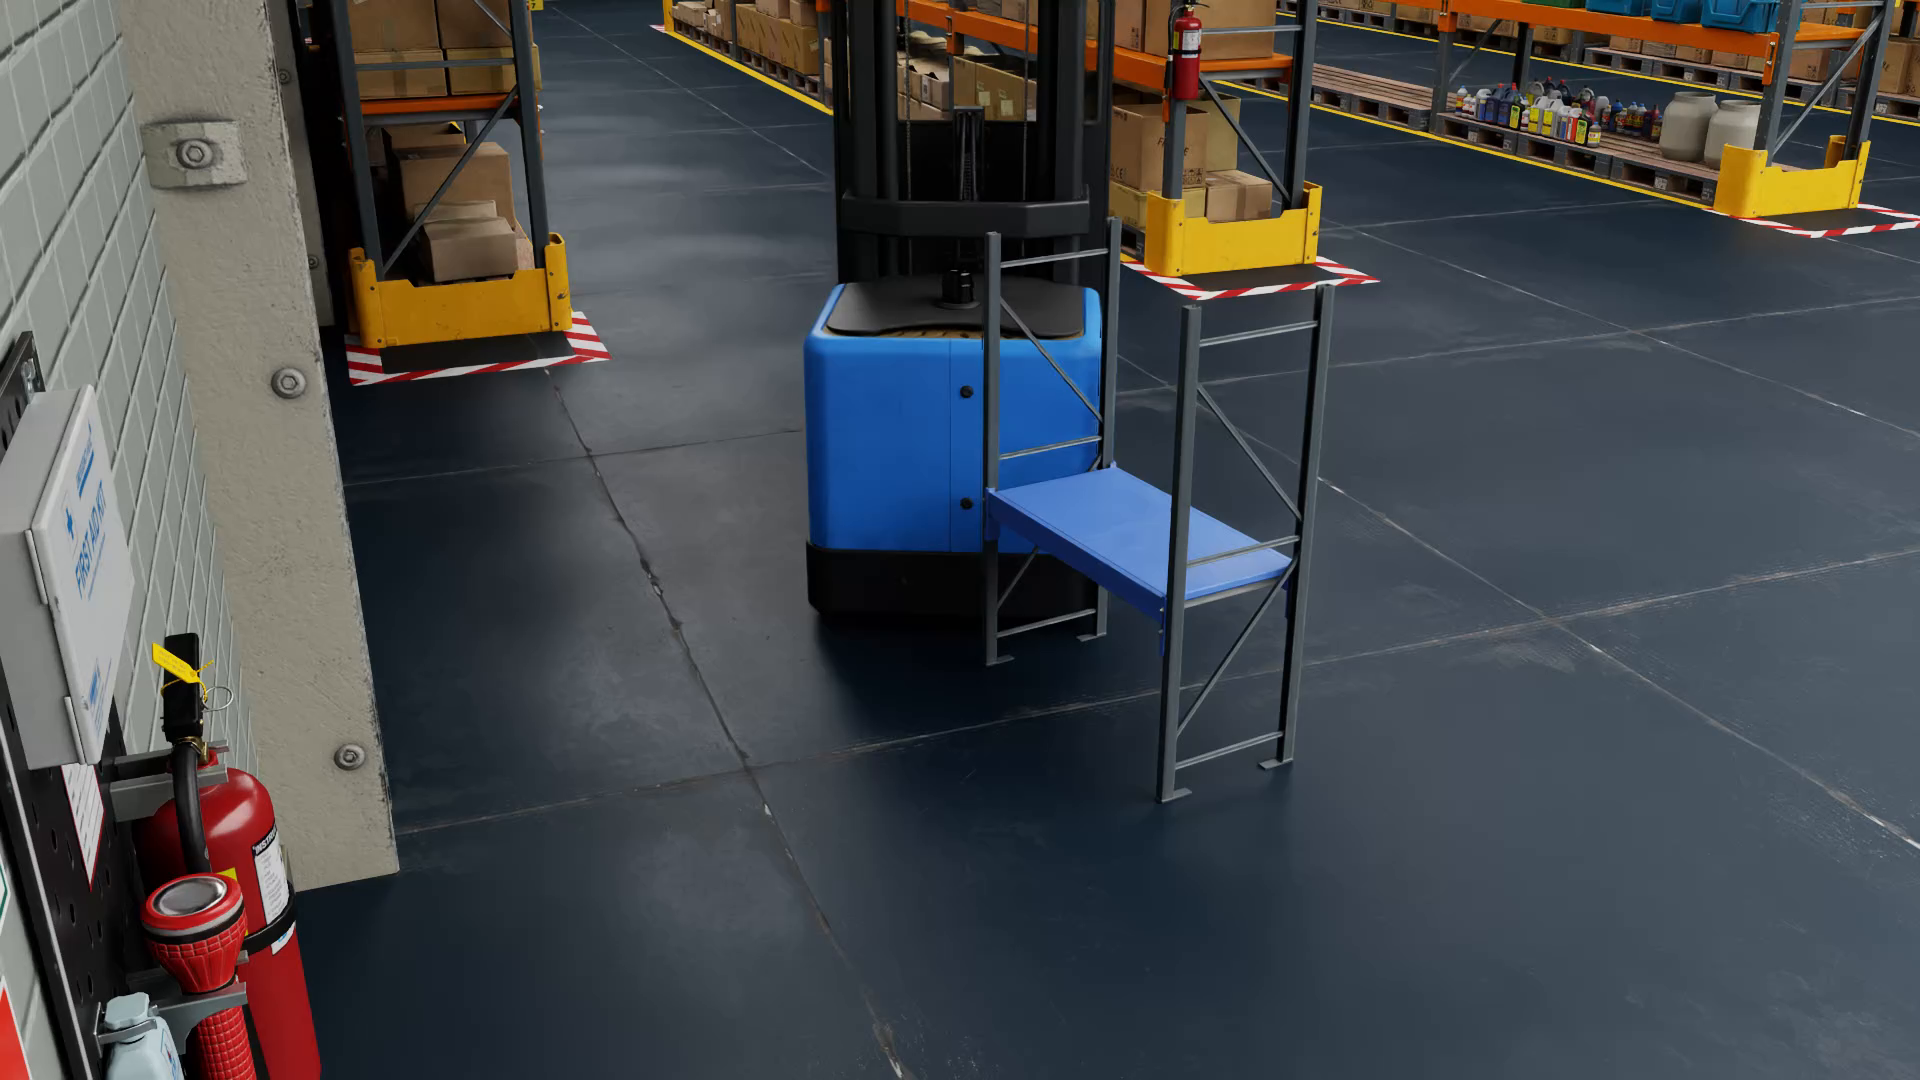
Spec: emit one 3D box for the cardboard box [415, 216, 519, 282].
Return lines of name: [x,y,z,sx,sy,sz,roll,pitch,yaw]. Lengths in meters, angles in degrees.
cardboard box: [-2.986,-1.789,10.044,0.500,0.311,0.500,-11,25,-25]

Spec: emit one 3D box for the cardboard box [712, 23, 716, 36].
cardboard box: [-3.087,-6.788,22.113,0.380,0.149,0.250,-8,24,-19]

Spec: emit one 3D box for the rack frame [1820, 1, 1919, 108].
rack frame: [9.663,-6.054,17.268,1.000,3.000,0.127,-8,24,-19]

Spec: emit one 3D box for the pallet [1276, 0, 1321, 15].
pallet: [5.779,-8.849,27.490,1.003,0.211,1.213,-8,24,-19]

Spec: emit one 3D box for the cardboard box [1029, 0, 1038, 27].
cardboard box: [0.923,-4.208,12.760,0.700,0.500,0.500,-8,24,-18]

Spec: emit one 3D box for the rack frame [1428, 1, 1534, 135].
rack frame: [5.029,-5.374,15.655,1.000,3.000,0.127,-8,24,-19]

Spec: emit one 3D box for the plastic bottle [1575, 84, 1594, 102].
plastic bottle: [5.708,-3.975,15.179,0.144,0.351,0.185,-8,24,-19]

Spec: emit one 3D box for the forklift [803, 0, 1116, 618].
forklift: [0.066,-1.602,6.794,1.130,2.935,3.031,1,23,3]

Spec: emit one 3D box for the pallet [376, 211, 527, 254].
pallet: [-3.534,-2.047,11.351,1.003,0.211,1.213,-8,24,-19]

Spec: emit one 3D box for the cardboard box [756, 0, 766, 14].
cardboard box: [-2.136,-6.427,19.839,0.500,0.250,0.500,-8,24,-19]

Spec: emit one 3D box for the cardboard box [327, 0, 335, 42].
cardboard box: [-4.274,-3.755,11.980,0.500,0.250,0.500,-8,24,-18]

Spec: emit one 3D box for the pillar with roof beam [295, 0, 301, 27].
pillar with roof beam: [-6.214,-12.593,25.057,9.100,9.000,0.400,-8,24,-19]

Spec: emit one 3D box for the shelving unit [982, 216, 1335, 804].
shelving unit: [0.552,-0.135,5.156,0.538,1.500,1.048,-13,26,-27]

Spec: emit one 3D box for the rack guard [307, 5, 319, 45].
rack guard: [-8.487,-7.232,23.281,1.175,0.500,0.348,-8,24,-19]

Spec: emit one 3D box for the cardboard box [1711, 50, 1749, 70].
cardboard box: [9.117,-5.710,19.103,0.700,0.500,0.500,-11,25,-24]

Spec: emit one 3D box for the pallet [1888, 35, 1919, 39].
pallet: [13.134,-6.569,22.081,1.003,0.211,1.213,-8,24,-19]

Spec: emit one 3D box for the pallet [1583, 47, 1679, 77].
pallet: [8.525,-5.938,20.583,1.003,0.211,1.213,-8,24,-19]

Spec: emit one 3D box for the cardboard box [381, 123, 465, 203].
cardboard box: [-3.835,-2.694,11.949,0.500,0.500,0.500,-10,25,-23]

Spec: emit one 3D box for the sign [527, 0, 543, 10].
sign: [-2.318,-3.035,8.991,0.100,0.325,0.005,-8,24,-19]

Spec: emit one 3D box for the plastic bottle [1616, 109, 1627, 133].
plastic bottle: [5.902,-3.732,14.797,0.097,0.201,0.097,0,23,0]

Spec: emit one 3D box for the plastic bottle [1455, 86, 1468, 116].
plastic bottle: [4.732,-4.144,15.682,0.097,0.271,0.097,0,23,0]

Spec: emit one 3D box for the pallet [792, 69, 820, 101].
pallet: [-1.247,-5.141,18.692,1.003,0.211,1.213,-8,24,-19]

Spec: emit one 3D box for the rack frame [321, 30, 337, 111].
rack frame: [-5.652,-5.468,15.879,1.000,3.000,0.127,-8,24,-19]

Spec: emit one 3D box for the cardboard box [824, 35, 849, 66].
cardboard box: [-1.109,-5.104,17.291,0.500,0.311,0.500,-7,24,-17]

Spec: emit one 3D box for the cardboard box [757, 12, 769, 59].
cardboard box: [-2.121,-6.069,19.957,0.500,0.500,0.500,-8,24,-18]

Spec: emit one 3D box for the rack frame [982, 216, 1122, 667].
rack frame: [0.299,-0.306,5.563,0.500,1.500,0.032,-13,26,-27]

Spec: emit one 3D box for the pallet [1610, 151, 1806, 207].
pallet: [6.090,-2.953,13.501,1.003,0.211,1.213,-8,24,-19]

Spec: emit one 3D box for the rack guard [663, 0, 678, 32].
rack guard: [-3.818,-7.877,24.811,1.175,0.500,0.348,-8,24,-19]

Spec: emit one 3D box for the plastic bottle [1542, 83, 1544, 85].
plastic bottle: [5.508,-4.196,15.790,0.061,0.283,0.133,-7,24,-16]

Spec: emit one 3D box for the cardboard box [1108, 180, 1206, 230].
cardboard box: [1.341,-2.323,11.416,0.500,0.250,0.500,-8,24,-19]

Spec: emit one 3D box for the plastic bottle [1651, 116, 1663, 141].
plastic bottle: [6.057,-3.573,14.419,0.097,0.201,0.097,0,23,0]

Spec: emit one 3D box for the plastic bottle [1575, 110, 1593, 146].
plastic bottle: [5.325,-3.519,14.184,0.061,0.283,0.133,-8,24,-18]

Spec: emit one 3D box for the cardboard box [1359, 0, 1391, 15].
cardboard box: [6.678,-8.426,25.090,0.875,0.875,0.875,-8,24,-19]

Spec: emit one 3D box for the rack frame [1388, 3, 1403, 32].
rack frame: [6.837,-8.961,24.164,1.000,3.000,0.127,-8,24,-19]

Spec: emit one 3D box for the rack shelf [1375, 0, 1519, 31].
rack shelf: [4.323,-5.769,17.519,1.077,0.370,4.000,-8,24,-19]

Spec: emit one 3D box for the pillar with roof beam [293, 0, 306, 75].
pillar with roof beam: [-4.094,-10.412,19.885,9.100,9.000,0.400,-8,24,-19]

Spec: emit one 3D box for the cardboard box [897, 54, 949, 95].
cardboard box: [-0.381,-4.358,15.523,0.500,0.311,0.500,-8,24,-19]

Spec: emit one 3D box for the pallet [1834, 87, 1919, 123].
pallet: [9.933,-4.530,17.242,1.003,0.211,1.213,-8,24,-19]

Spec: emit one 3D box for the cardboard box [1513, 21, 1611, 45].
cardboard box: [8.026,-6.975,21.649,1.225,0.875,0.875,-10,25,-21]

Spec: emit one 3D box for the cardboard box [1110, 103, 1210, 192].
cardboard box: [1.339,-2.669,11.270,0.500,0.500,0.500,-8,24,-19]

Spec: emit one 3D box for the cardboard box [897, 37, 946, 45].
cardboard box: [-0.414,-4.990,17.021,0.500,0.311,0.500,-9,24,-20]

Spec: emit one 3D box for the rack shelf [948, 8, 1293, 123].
rack shelf: [1.101,-3.638,12.462,1.077,0.370,4.000,-8,24,-19]

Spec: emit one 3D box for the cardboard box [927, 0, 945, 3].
cardboard box: [-0.088,-4.928,14.770,0.396,0.266,0.258,-9,24,-20]

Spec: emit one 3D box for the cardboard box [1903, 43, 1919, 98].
cardboard box: [9.976,-4.737,16.822,0.500,0.500,0.500,-1,23,-2]

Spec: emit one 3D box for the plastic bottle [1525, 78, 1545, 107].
plastic bottle: [5.392,-4.142,15.576,0.144,0.351,0.185,-8,24,-19]

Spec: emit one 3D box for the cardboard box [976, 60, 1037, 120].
cardboard box: [0.449,-3.576,13.423,0.500,0.500,0.500,-8,24,-19]

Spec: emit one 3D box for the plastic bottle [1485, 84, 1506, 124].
plastic bottle: [4.926,-4.006,15.253,0.144,0.351,0.185,-8,24,-18]

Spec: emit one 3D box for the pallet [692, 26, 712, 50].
pallet: [-3.109,-7.011,23.130,1.003,0.211,1.213,-8,24,-19]

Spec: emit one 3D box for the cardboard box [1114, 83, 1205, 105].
cardboard box: [1.459,-3.101,12.297,0.500,0.500,0.500,-8,24,-19]

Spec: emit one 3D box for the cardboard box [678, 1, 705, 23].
cardboard box: [-3.742,-7.574,23.847,0.500,0.250,0.500,-8,24,-19]

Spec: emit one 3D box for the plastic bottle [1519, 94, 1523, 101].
plastic bottle: [5.090,-3.933,15.183,0.097,0.271,0.097,0,23,0]

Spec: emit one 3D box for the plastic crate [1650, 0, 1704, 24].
plastic crate: [5.762,-4.230,13.132,0.499,0.251,0.408,-8,24,-19]

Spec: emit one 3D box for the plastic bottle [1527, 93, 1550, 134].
plastic bottle: [5.143,-3.783,14.724,0.144,0.351,0.185,-9,24,-19]
